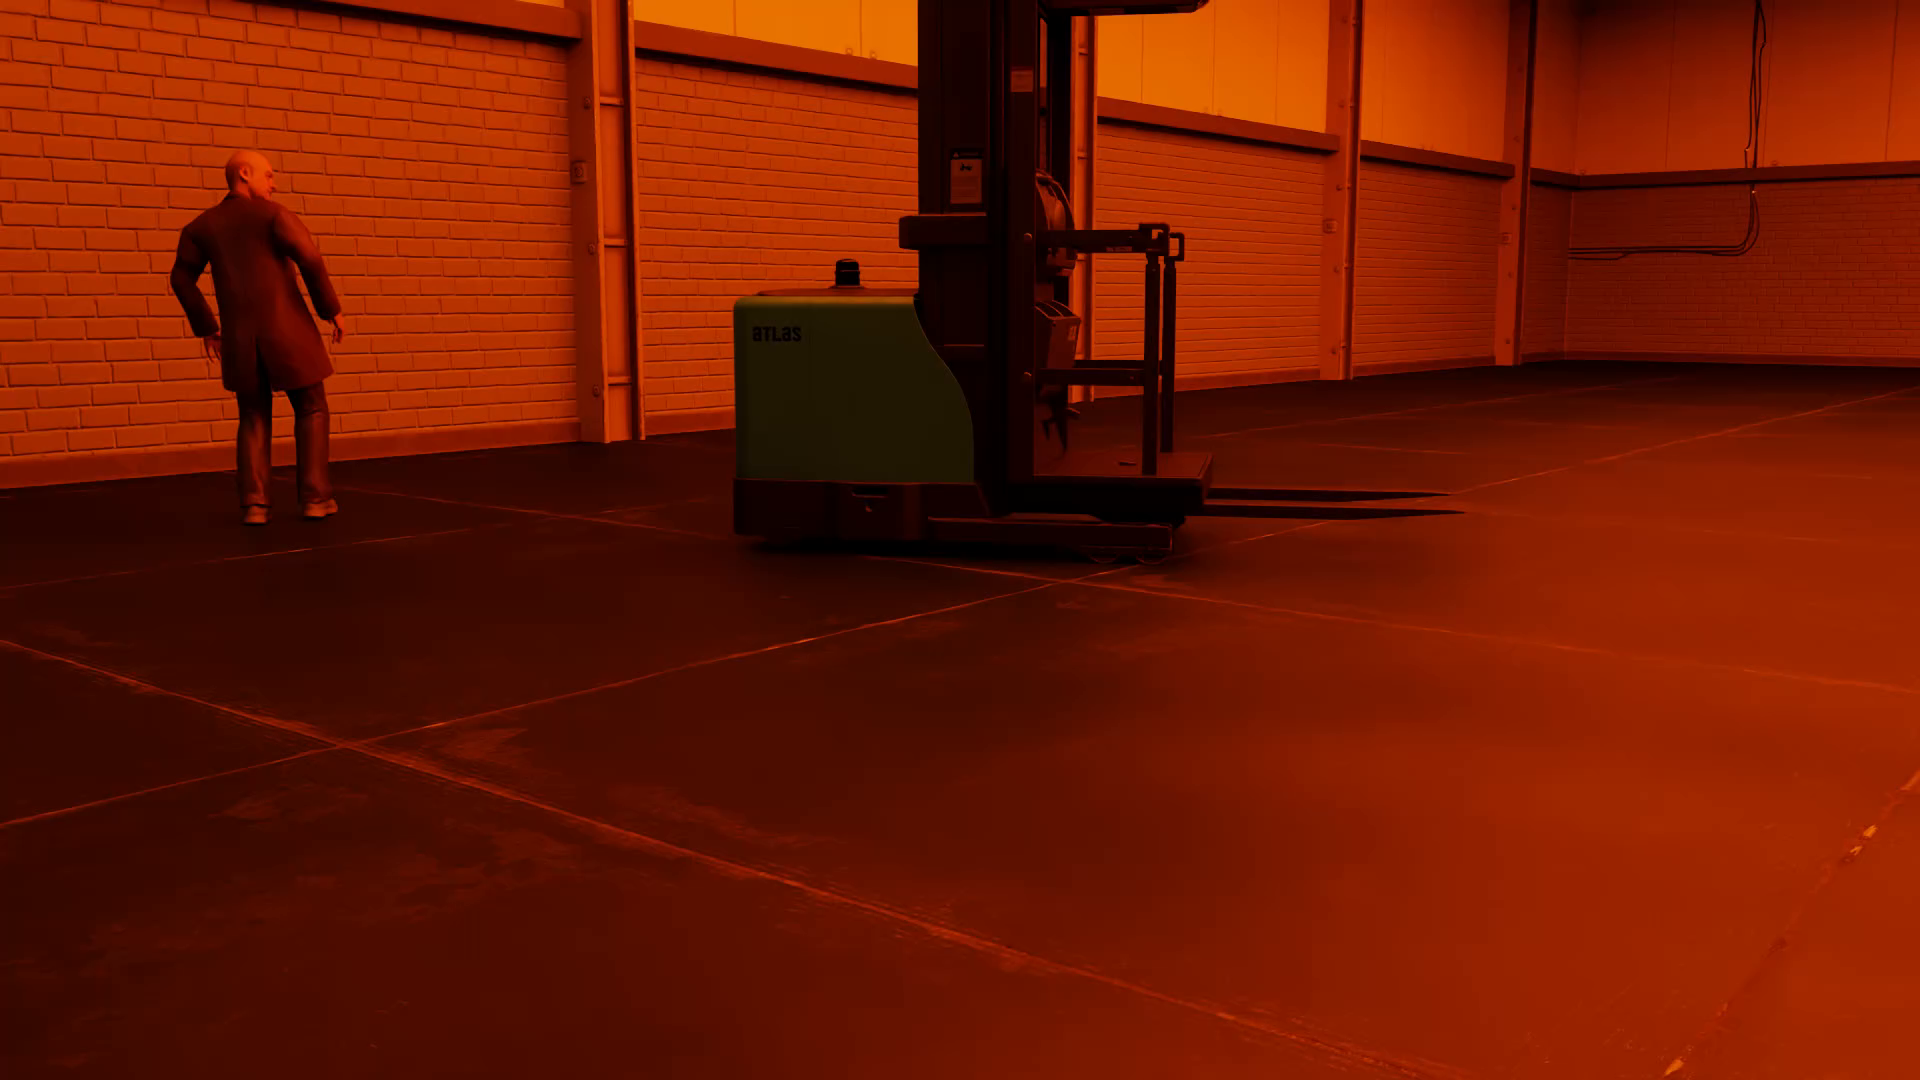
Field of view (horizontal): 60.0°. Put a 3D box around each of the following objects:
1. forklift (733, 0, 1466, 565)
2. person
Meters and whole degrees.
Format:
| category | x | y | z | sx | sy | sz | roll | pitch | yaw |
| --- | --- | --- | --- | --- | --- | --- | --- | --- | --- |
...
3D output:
| category | x | y | z | sx | sy | sz | roll | pitch | yaw |
| --- | --- | --- | --- | --- | --- | --- | --- | --- | --- |
| forklift | 0.599 | -1.433 | 7.077 | 3.031 | 2.935 | 1.130 | 2 | 8 | 11 |
| person | -3.333 | -0.970 | 7.993 | 0.794 | 1.756 | 0.555 | 0 | 8 | 1 |
